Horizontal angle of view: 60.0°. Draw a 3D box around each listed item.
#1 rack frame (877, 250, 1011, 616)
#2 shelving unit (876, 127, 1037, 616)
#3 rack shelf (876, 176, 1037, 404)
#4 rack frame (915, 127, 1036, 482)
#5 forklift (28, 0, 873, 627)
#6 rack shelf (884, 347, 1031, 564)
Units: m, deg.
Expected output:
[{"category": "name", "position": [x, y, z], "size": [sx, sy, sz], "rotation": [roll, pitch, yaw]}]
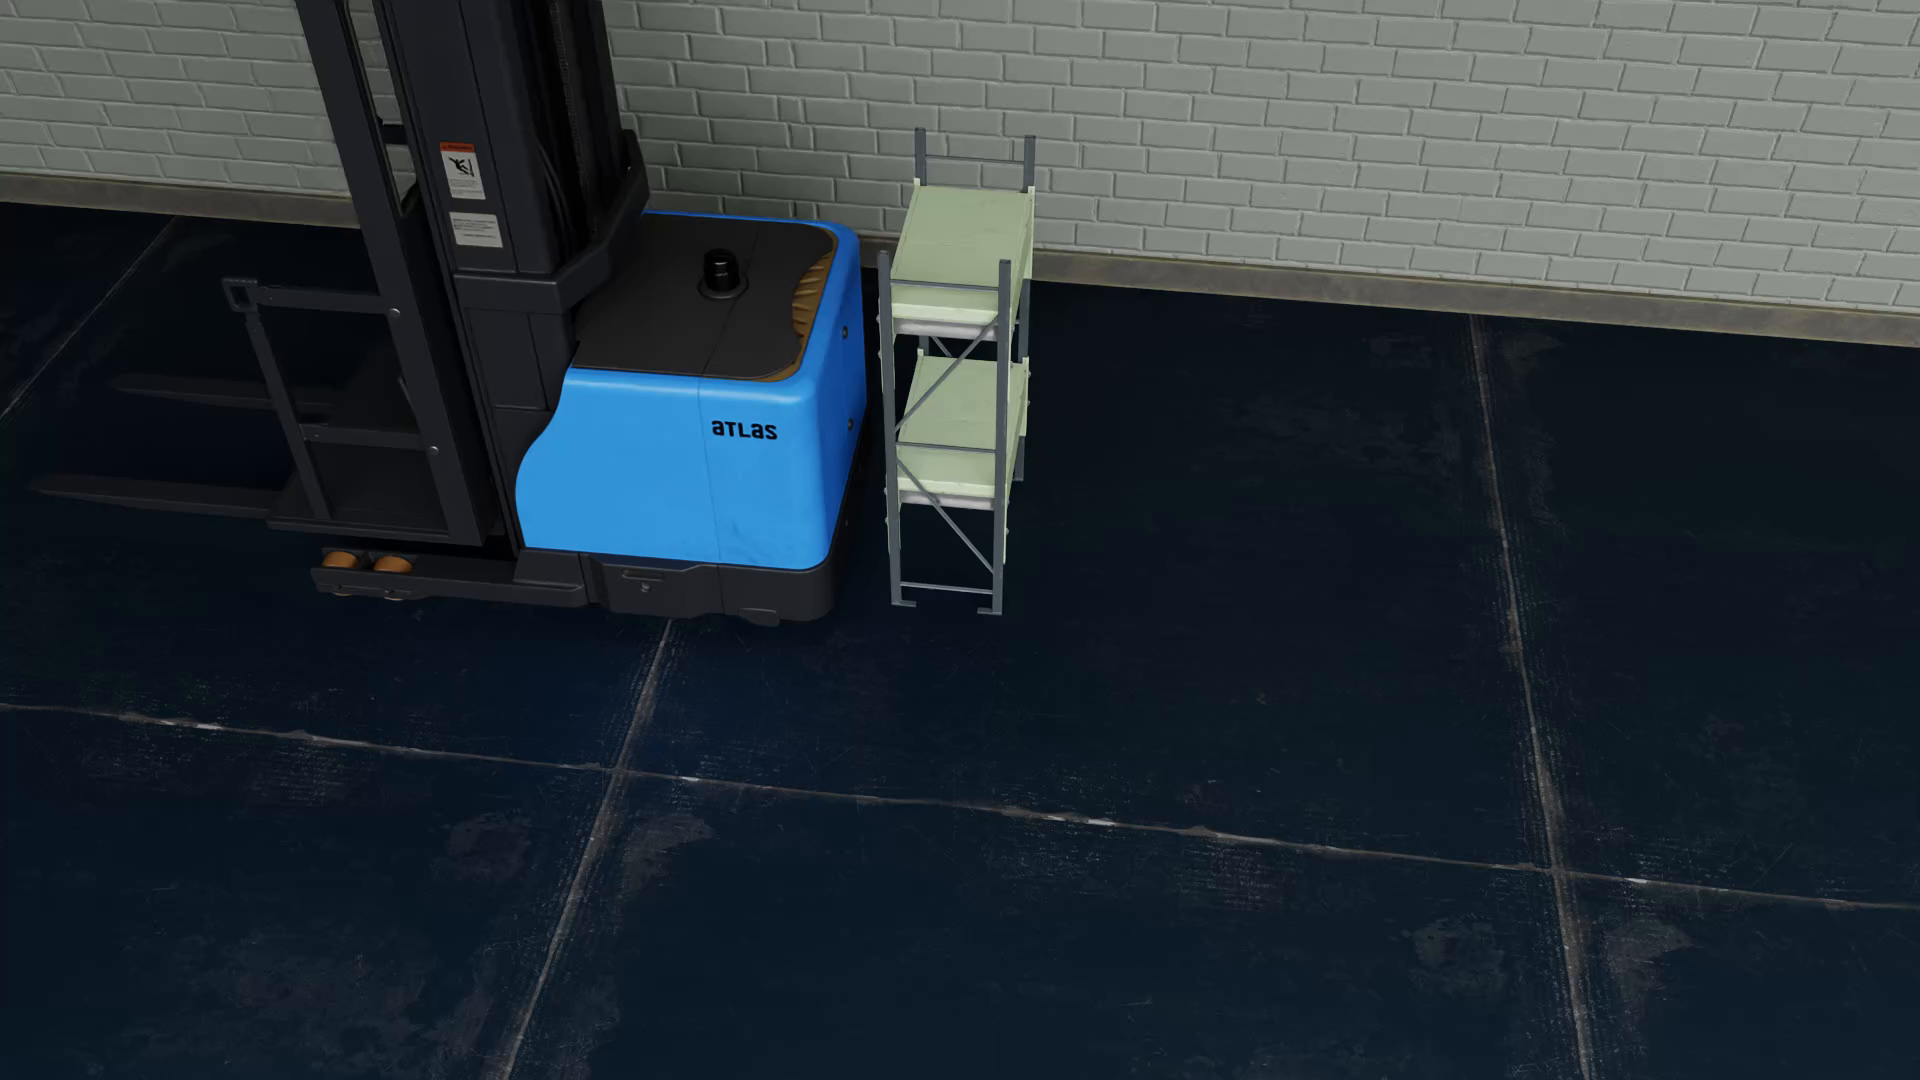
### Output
[{"category": "rack frame", "position": [-0.048, -0.300, 5.476], "size": [0.400, 1.500, 0.023], "rotation": [5, 44, 6]}, {"category": "shelving unit", "position": [0.001, -0.549, 5.739], "size": [0.431, 1.500, 0.755], "rotation": [5, 44, 6]}, {"category": "rack shelf", "position": [0.001, -0.833, 5.471], "size": [0.431, 0.370, 0.720], "rotation": [5, 44, 6]}, {"category": "rack frame", "position": [0.049, -0.799, 6.003], "size": [0.400, 1.500, 0.023], "rotation": [5, 44, 6]}, {"category": "forklift", "position": [-1.896, -1.201, 5.386], "size": [3.031, 2.935, 1.130], "rotation": [5, 44, 5]}, {"category": "rack shelf", "position": [0.001, -0.312, 5.963], "size": [0.431, 0.370, 0.720], "rotation": [5, 44, 6]}]
